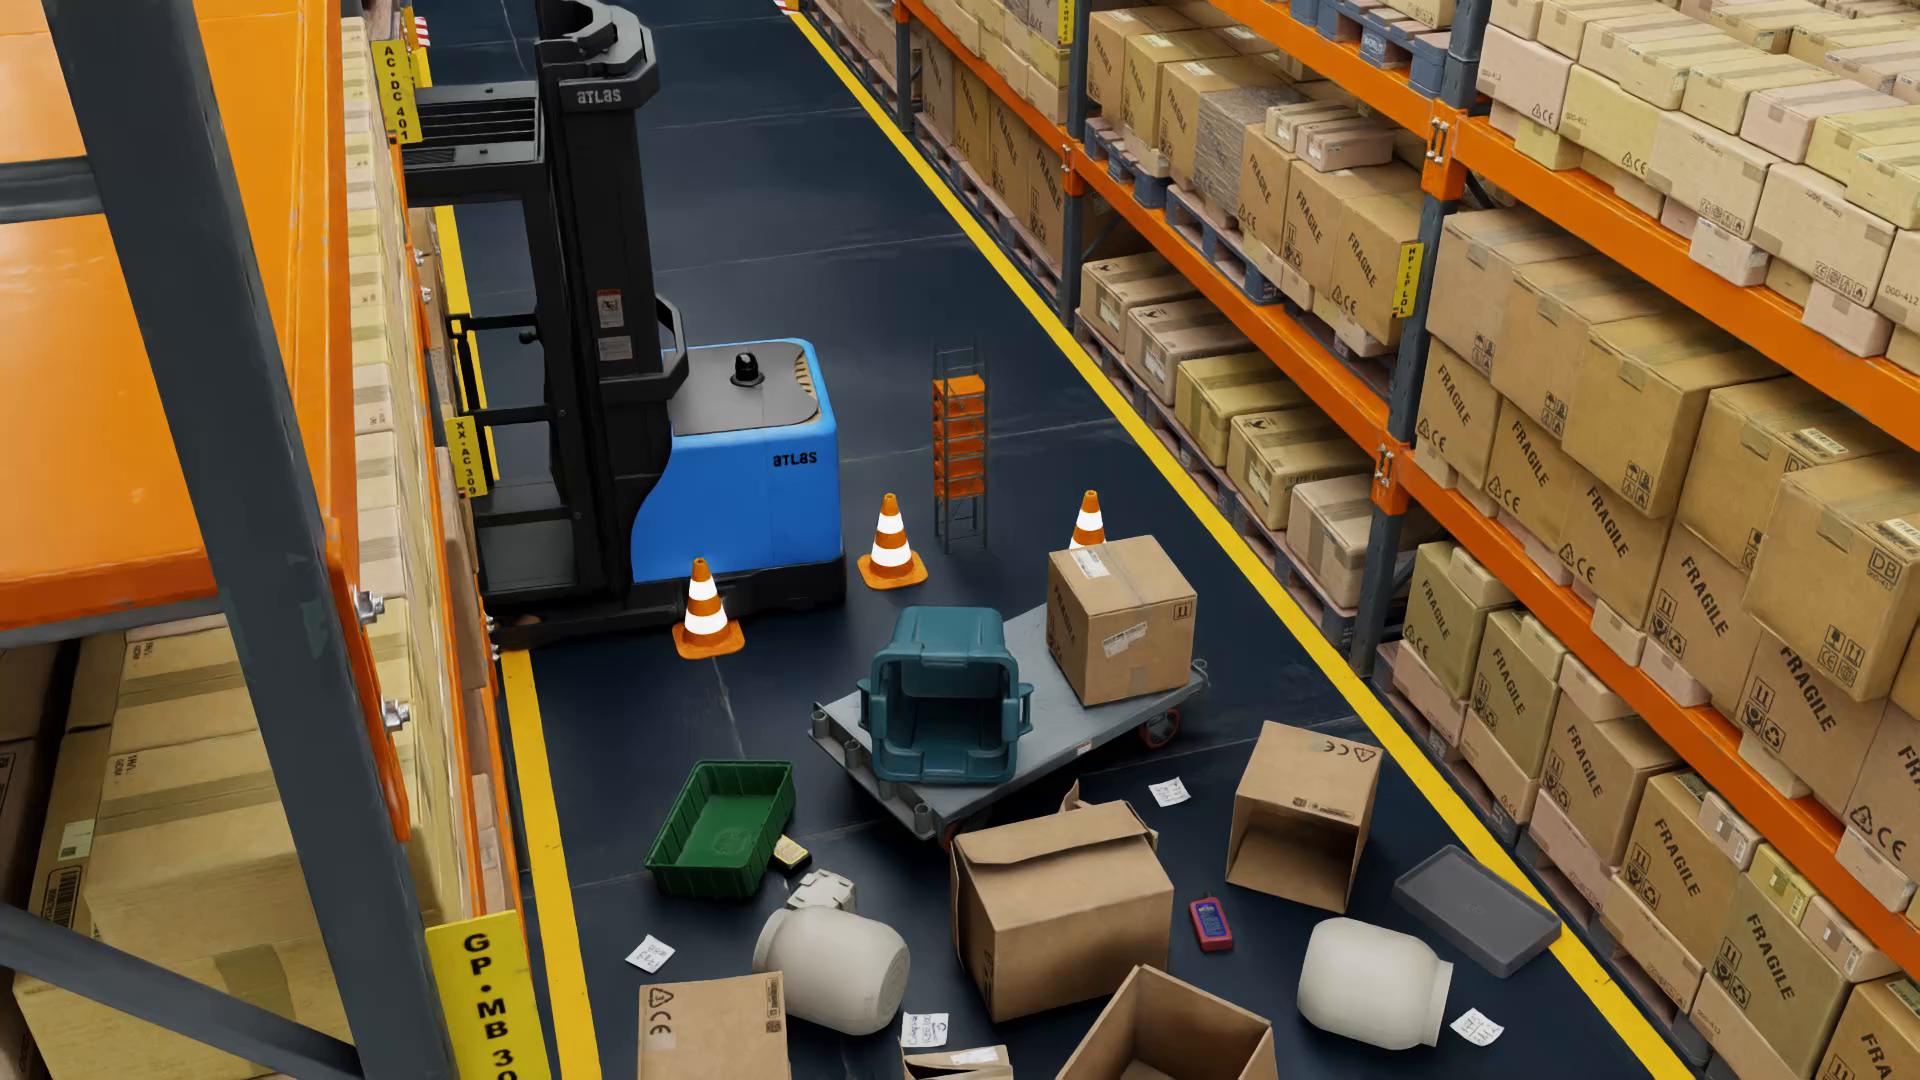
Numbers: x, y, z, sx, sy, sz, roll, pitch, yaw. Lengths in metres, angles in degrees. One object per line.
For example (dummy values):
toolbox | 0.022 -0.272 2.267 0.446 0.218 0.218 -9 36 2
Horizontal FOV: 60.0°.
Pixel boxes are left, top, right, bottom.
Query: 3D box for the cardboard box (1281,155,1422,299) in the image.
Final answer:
cardboard box | 1.881 -1.496 7.872 0.500 0.500 0.500 -10 35 -14

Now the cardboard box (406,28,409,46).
cardboard box | -5.417 -4.733 15.716 0.380 0.149 0.250 -9 35 -13

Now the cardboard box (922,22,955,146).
cardboard box | 0.218 -3.868 13.749 0.875 0.875 0.875 -9 34 -13

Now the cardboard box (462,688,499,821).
cardboard box | -1.977 0.608 5.292 0.875 0.550 0.550 -10 35 -15

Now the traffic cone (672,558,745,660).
traffic cone | -1.261 0.295 8.204 0.336 0.463 0.334 -10 35 -15

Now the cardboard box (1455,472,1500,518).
cardboard box | 2.310 -0.243 6.945 0.380 0.149 0.250 -9 35 -13

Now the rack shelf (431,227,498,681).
rack shelf | -2.900 -0.556 7.842 1.077 0.370 4.000 -10 35 -15

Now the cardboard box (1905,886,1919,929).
cardboard box | 3.055 1.101 4.911 0.380 0.149 0.250 -11 35 -16

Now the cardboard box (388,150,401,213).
cardboard box | -1.875 -1.032 4.946 0.380 0.149 0.250 -10 35 -15

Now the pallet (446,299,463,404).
pallet | -3.747 -1.153 10.623 1.003 0.211 1.213 -10 35 -15

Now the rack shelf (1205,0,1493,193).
rack shelf | 1.783 -2.693 8.355 1.077 0.370 4.000 -10 35 -15

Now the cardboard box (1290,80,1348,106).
cardboard box | 2.065 -2.119 8.814 0.500 0.500 0.500 -11 35 -17

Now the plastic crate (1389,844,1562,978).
plastic crate | 2.091 1.489 6.744 0.402 0.080 0.583 -23 40 -31

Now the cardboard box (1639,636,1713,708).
cardboard box | 2.668 0.434 5.920 0.380 0.149 0.250 -10 35 -15

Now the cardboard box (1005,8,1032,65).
cardboard box | 0.623 -3.418 11.203 0.500 0.250 0.500 -11 35 -16

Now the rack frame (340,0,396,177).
rack frame | -2.290 -2.309 4.401 1.000 3.000 0.127 -10 35 -15

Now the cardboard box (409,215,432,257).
cardboard box | -2.814 -1.232 8.122 0.500 0.500 0.500 -11 35 -16

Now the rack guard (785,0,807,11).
rack guard | -1.275 -5.961 17.637 1.175 0.500 0.348 -10 35 -15

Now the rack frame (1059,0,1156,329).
rack frame | 1.173 -2.791 10.573 1.000 3.000 0.127 -10 35 -15

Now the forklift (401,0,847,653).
forklift | -2.152 -0.978 7.891 3.031 2.935 1.130 -6 34 -10

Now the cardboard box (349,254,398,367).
cardboard box | -1.334 -0.433 3.315 0.380 0.149 0.250 -10 35 -14

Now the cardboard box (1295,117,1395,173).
cardboard box | 1.814 -1.867 7.844 0.380 0.149 0.250 -11 35 -16

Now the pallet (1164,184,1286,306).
pallet | 1.816 -1.679 9.063 1.003 0.211 1.213 -10 35 -15

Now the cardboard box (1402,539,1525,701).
cardboard box | 2.316 0.323 7.293 0.500 0.500 0.500 -8 34 -12

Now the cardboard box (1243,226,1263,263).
cardboard box | 1.676 -1.523 8.501 0.380 0.149 0.250 -10 35 -15

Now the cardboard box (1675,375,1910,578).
cardboard box | 2.829 -0.208 5.396 0.700 0.500 0.500 -10 35 -15

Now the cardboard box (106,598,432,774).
cardboard box | -0.944 0.238 2.301 0.380 0.149 0.250 -10 35 -14

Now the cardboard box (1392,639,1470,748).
cardboard box | 2.316 0.636 7.499 0.500 0.250 0.500 -12 35 -17

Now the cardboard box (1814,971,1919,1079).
cardboard box | 3.120 1.691 5.222 0.500 0.500 0.500 -10 35 -14

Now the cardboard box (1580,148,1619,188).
cardboard box | 2.462 -1.375 5.936 0.380 0.149 0.250 -10 35 -15

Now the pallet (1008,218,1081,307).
pallet | 1.004 -2.055 11.987 1.003 0.211 1.213 -10 35 -15

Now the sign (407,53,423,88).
sign | -2.983 -2.484 9.058 0.100 0.325 0.005 -10 35 -15

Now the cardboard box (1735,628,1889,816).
cardboard box | 2.888 0.477 5.266 0.500 0.500 0.500 -10 35 -15

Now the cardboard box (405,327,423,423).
cardboard box | -1.485 -0.363 3.934 0.380 0.149 0.250 -10 35 -15

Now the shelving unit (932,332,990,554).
shelving unit | 0.004 -0.493 8.727 0.258 1.200 0.189 -10 35 -15

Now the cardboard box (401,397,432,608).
cardboard box | -1.284 -0.063 3.118 0.500 0.250 0.500 -10 35 -15

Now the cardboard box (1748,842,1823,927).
cardboard box | 2.871 1.107 5.519 0.380 0.149 0.250 -9 35 -14

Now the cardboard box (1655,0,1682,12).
cardboard box | 2.698 -2.041 6.221 0.380 0.149 0.250 -9 35 -14

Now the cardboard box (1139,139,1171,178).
cardboard box | 1.253 -2.206 9.535 0.380 0.149 0.250 -10 35 -14

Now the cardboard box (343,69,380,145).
cardboard box | -1.722 -1.099 4.324 0.380 0.149 0.250 -10 35 -15

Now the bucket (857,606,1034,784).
bucket | -0.053 0.610 7.017 0.726 0.611 0.620 1 23 2

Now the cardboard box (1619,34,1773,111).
cardboard box | 2.412 -1.536 5.457 0.380 0.149 0.250 -10 35 -15

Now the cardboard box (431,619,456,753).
cardboard box | -1.102 0.299 2.932 0.380 0.149 0.250 -10 35 -14

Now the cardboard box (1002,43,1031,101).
cardboard box | 0.601 -3.216 11.352 0.500 0.250 0.500 -9 35 -14

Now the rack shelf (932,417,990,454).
rack shelf | 0.004 -0.556 8.686 0.258 0.103 0.180 -10 35 -15

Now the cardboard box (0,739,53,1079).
cardboard box | -1.486 0.554 2.183 0.500 0.250 0.500 -10 35 -14

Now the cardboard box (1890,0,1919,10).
cardboard box | 6.398 -3.539 11.025 0.380 0.149 0.250 -10 35 -15

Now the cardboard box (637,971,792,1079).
cardboard box | -0.839 1.879 5.771 0.500 0.500 0.500 -4 34 -6

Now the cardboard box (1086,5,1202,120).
cardboard box | 1.090 -2.857 9.931 0.500 0.500 0.500 -11 35 -16

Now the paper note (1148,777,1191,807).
paper note | 0.930 1.113 7.358 0.148 0.019 0.142 -10 35 -15

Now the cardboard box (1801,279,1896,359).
cardboard box | 2.727 -0.677 4.880 0.380 0.149 0.250 -10 35 -15

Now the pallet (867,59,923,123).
pallet | -0.205 -4.140 15.144 1.003 0.211 1.213 -10 35 -15

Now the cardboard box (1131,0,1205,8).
cardboard box | 1.255 -3.550 10.724 0.500 0.500 0.500 -11 35 -16

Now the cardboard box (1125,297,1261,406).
cardboard box | 1.568 -1.186 10.146 0.950 0.372 0.625 -11 35 -16

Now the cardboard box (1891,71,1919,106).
cardboard box | 3.157 -1.371 5.207 0.380 0.149 0.250 -10 35 -14

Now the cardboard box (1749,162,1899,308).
cardboard box | 2.729 -0.928 4.899 0.500 0.250 0.500 -10 35 -14
